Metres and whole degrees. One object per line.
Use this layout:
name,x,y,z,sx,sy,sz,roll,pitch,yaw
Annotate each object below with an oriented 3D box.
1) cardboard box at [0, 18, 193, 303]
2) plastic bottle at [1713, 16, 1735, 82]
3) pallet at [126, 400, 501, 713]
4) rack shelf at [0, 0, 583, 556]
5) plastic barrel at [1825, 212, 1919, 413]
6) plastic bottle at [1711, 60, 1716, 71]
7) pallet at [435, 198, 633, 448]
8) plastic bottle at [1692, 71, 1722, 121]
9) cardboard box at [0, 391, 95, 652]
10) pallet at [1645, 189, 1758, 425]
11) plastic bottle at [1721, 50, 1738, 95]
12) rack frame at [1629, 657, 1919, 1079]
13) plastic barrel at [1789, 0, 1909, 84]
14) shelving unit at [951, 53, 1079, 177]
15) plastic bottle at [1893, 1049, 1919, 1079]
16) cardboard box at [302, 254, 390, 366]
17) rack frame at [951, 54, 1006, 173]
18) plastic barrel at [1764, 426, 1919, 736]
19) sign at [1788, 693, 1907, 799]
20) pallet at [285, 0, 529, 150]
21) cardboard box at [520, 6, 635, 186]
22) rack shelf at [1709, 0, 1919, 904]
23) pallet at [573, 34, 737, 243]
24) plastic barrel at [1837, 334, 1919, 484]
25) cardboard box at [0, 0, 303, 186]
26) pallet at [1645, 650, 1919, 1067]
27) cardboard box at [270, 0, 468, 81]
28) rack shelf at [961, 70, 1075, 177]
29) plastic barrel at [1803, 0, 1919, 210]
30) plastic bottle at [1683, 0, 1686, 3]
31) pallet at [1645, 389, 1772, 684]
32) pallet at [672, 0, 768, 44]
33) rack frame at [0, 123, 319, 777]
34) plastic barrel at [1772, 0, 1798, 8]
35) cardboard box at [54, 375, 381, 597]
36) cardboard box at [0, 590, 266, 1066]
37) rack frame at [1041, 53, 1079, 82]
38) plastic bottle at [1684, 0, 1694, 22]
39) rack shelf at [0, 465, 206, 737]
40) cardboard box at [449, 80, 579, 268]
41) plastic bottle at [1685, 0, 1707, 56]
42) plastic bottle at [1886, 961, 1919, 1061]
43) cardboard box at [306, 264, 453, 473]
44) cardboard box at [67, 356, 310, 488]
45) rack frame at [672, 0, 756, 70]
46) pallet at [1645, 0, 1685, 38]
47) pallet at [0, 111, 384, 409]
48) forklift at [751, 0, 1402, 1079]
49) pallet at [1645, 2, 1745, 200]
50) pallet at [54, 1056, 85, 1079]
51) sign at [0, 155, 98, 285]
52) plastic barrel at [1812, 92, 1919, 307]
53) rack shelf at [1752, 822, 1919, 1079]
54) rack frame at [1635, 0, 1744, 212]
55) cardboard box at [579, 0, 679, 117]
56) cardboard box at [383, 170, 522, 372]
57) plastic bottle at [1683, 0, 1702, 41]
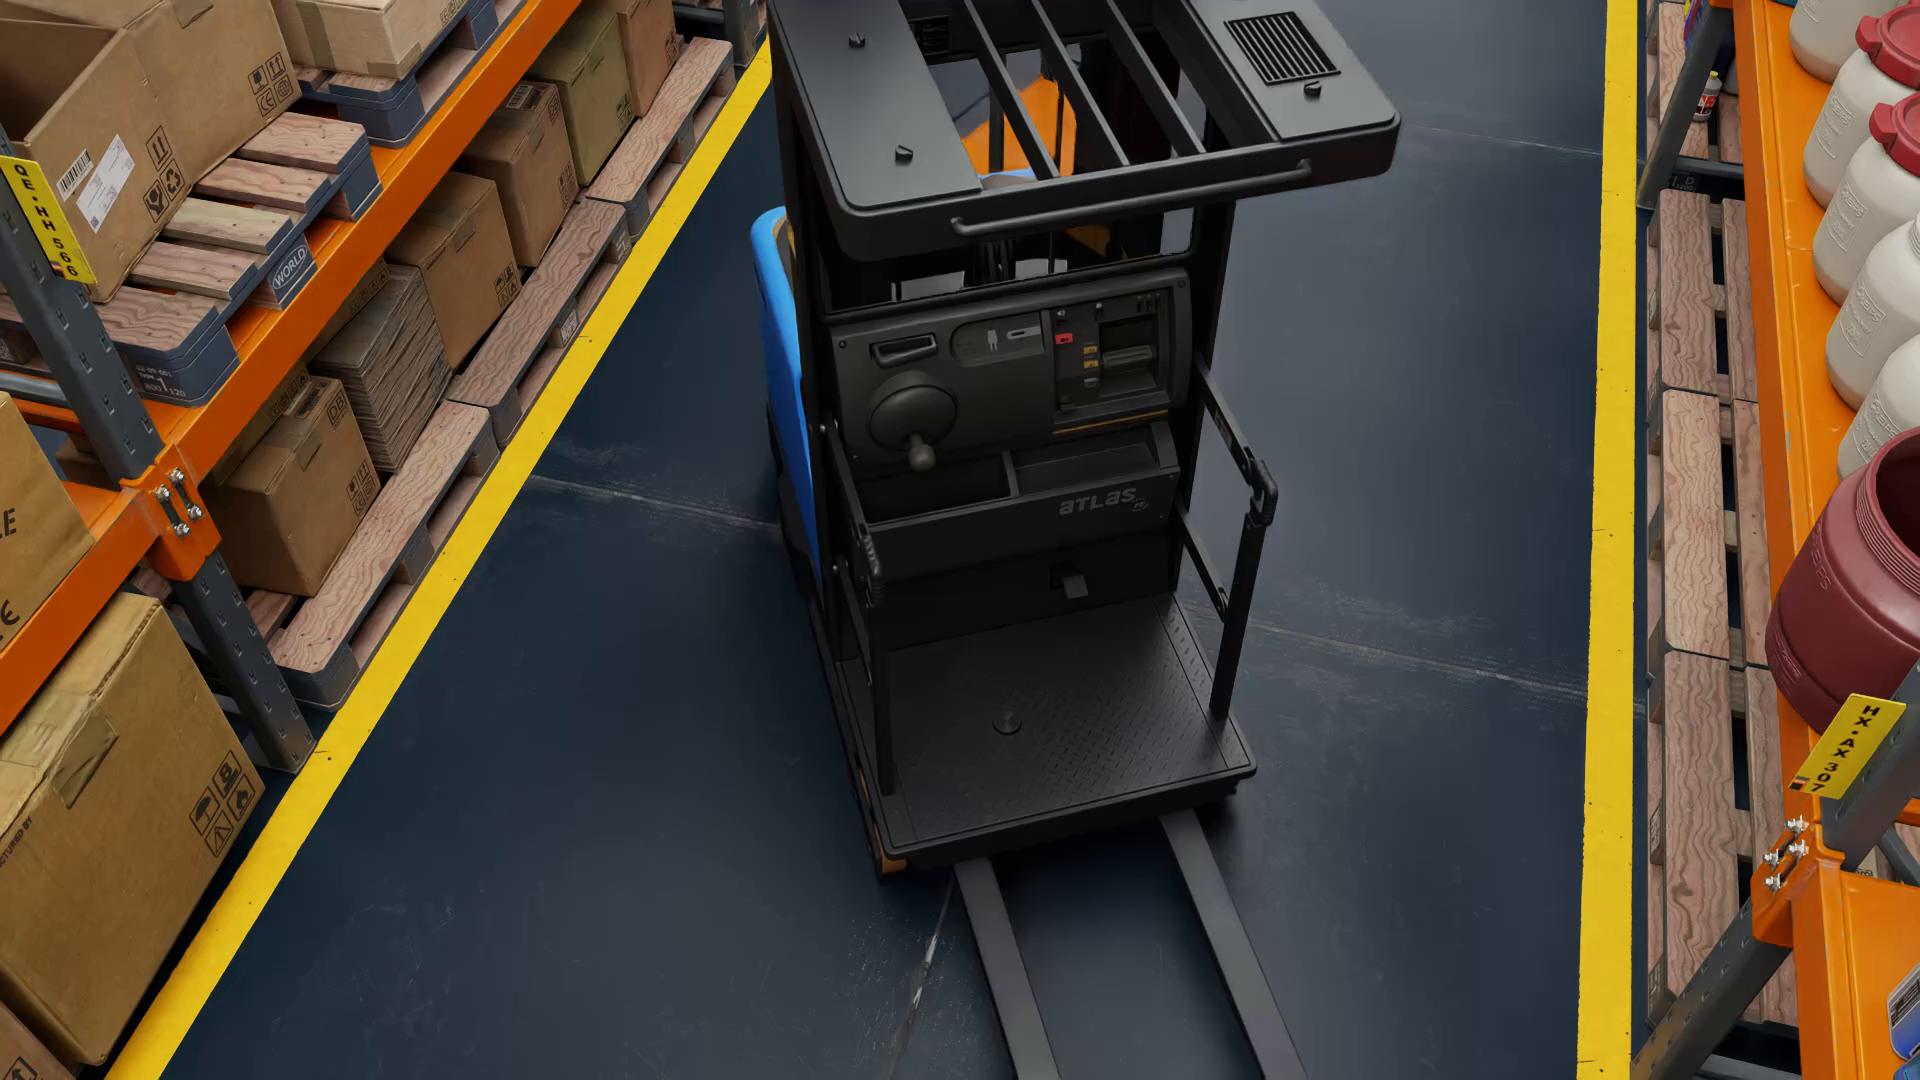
cardboard box,-2.397,-0.980,4.268,0.500,0.500,0.500,6,49,5
plastic bottle,3.222,-2.117,7.091,0.144,0.351,0.185,10,49,9
pallet,-2.293,-0.052,5.655,1.003,0.211,1.213,12,50,10
rack shelf,-1.974,-1.618,5.657,1.077,0.370,4.000,12,50,10
plastic barrel,2.453,-0.560,4.169,0.421,0.512,0.421,0,49,0
plastic bottle,3.139,-1.985,7.020,0.061,0.283,0.133,14,50,12
pallet,-1.970,-0.931,6.431,1.003,0.211,1.213,12,50,10
plastic bottle,3.126,-1.869,6.972,0.097,0.201,0.097,0,49,0
cardboard box,-2.391,-0.037,3.715,0.500,0.500,0.500,13,50,11
pallet,3.161,-0.827,6.339,1.003,0.211,1.213,12,50,10
plastic bottle,3.361,-2.089,7.066,0.144,0.351,0.185,12,50,10
rack frame,2.278,0.568,3.248,1.000,3.000,0.127,12,50,10
plastic barrel,2.867,-1.722,5.178,0.433,0.535,0.433,0,49,0
shelving unit,0.223,-1.472,6.048,0.587,1.500,1.083,28,54,23
plastic bottle,1.795,0.938,3.007,0.097,0.271,0.097,0,49,0
cardboard box,-2.223,-0.852,5.375,0.500,0.250,0.500,17,51,14
rack frame,-0.068,-1.168,5.780,0.500,1.500,0.032,28,54,23
plastic barrel,2.108,0.127,3.546,0.600,0.536,0.708,12,50,10
sign,1.745,0.410,3.278,0.100,0.325,0.005,12,50,10
pallet,-2.019,-1.786,5.454,1.003,0.211,1.213,12,50,10
cardboard box,-1.774,-1.840,6.747,0.700,0.500,0.500,11,50,10
rack shelf,2.804,-0.641,4.795,1.077,0.370,4.000,12,50,10
pallet,-1.651,-1.817,7.213,1.003,0.211,1.213,12,50,10
plastic barrel,2.343,-0.255,3.900,0.421,0.512,0.421,0,49,0
cardboard box,-2.346,-1.404,4.641,0.700,0.500,0.500,18,51,16
pallet,2.519,0.938,4.781,1.003,0.211,1.213,12,50,10
cardboard box,-1.837,-1.666,5.039,0.500,0.250,0.500,10,49,9
rack shelf,0.229,-1.358,6.188,0.538,0.185,1.000,28,54,23
plastic barrel,2.674,-1.191,4.710,0.433,0.535,0.433,0,49,0
plastic bottle,3.404,-2.582,7.551,0.152,0.276,0.135,12,50,11
pallet,2.842,0.058,5.558,1.003,0.211,1.213,12,50,10
pallet,-1.305,-2.873,8.145,1.003,0.211,1.213,12,50,10
rack frame,-2.500,-0.410,4.111,1.000,3.000,0.127,12,50,10
plastic barrel,2.937,-2.272,5.420,0.600,0.901,0.708,12,50,10
cardboard box,-2.343,-0.217,5.314,0.700,0.500,0.500,9,49,8
cardboard box,-2.702,0.650,4.313,1.225,0.875,0.875,9,49,8
rack frame,0.526,-1.786,6.326,0.500,1.500,0.032,28,54,23
plastic bottle,3.358,-2.490,7.420,0.144,0.351,0.185,11,50,10
rack shelf,-3.027,1.275,3.104,1.077,0.370,4.000,12,50,10
cardboard box,-1.921,-1.435,6.390,0.700,0.500,0.500,8,49,7
plastic bottle,3.273,-2.256,7.214,0.144,0.351,0.185,9,49,8
plastic bottle,1.852,0.858,3.075,0.152,0.276,0.135,12,50,10
cardboard box,-2.210,-0.620,5.671,0.700,0.500,0.500,8,49,7
cardboard box,-2.353,-0.467,5.035,0.500,0.250,0.500,13,50,12
rack frame,-1.448,-3.303,6.664,1.000,3.000,0.127,12,50,10
pallet,3.867,-2.765,8.050,1.003,0.211,1.213,12,50,10
pallet,-2.416,-0.883,4.656,1.213,0.211,1.003,12,50,10
forklift,0.201,-0.326,4.083,1.130,2.935,3.031,-11,50,-10
pallet,3.548,-1.880,7.269,1.003,0.211,1.213,12,50,10
pallet,-2.781,1.069,4.666,1.003,0.211,1.213,12,50,10
sign,-1.964,-0.686,3.582,0.100,0.325,0.005,12,50,10
plastic barrel,2.560,-0.878,4.434,0.433,0.535,0.433,0,49,0
rack shelf,1.751,2.253,2.241,1.077,0.370,4.000,12,50,10
rack frame,3.331,-2.325,5.802,1.000,3.000,0.127,12,50,10
cardboard box,-1.630,-2.181,7.048,0.700,0.500,0.500,8,49,7
cardboard box,-2.067,-1.032,6.034,0.700,0.500,0.500,15,50,13
plastic bottle,3.275,-2.360,7.350,0.061,0.283,0.133,15,50,13
